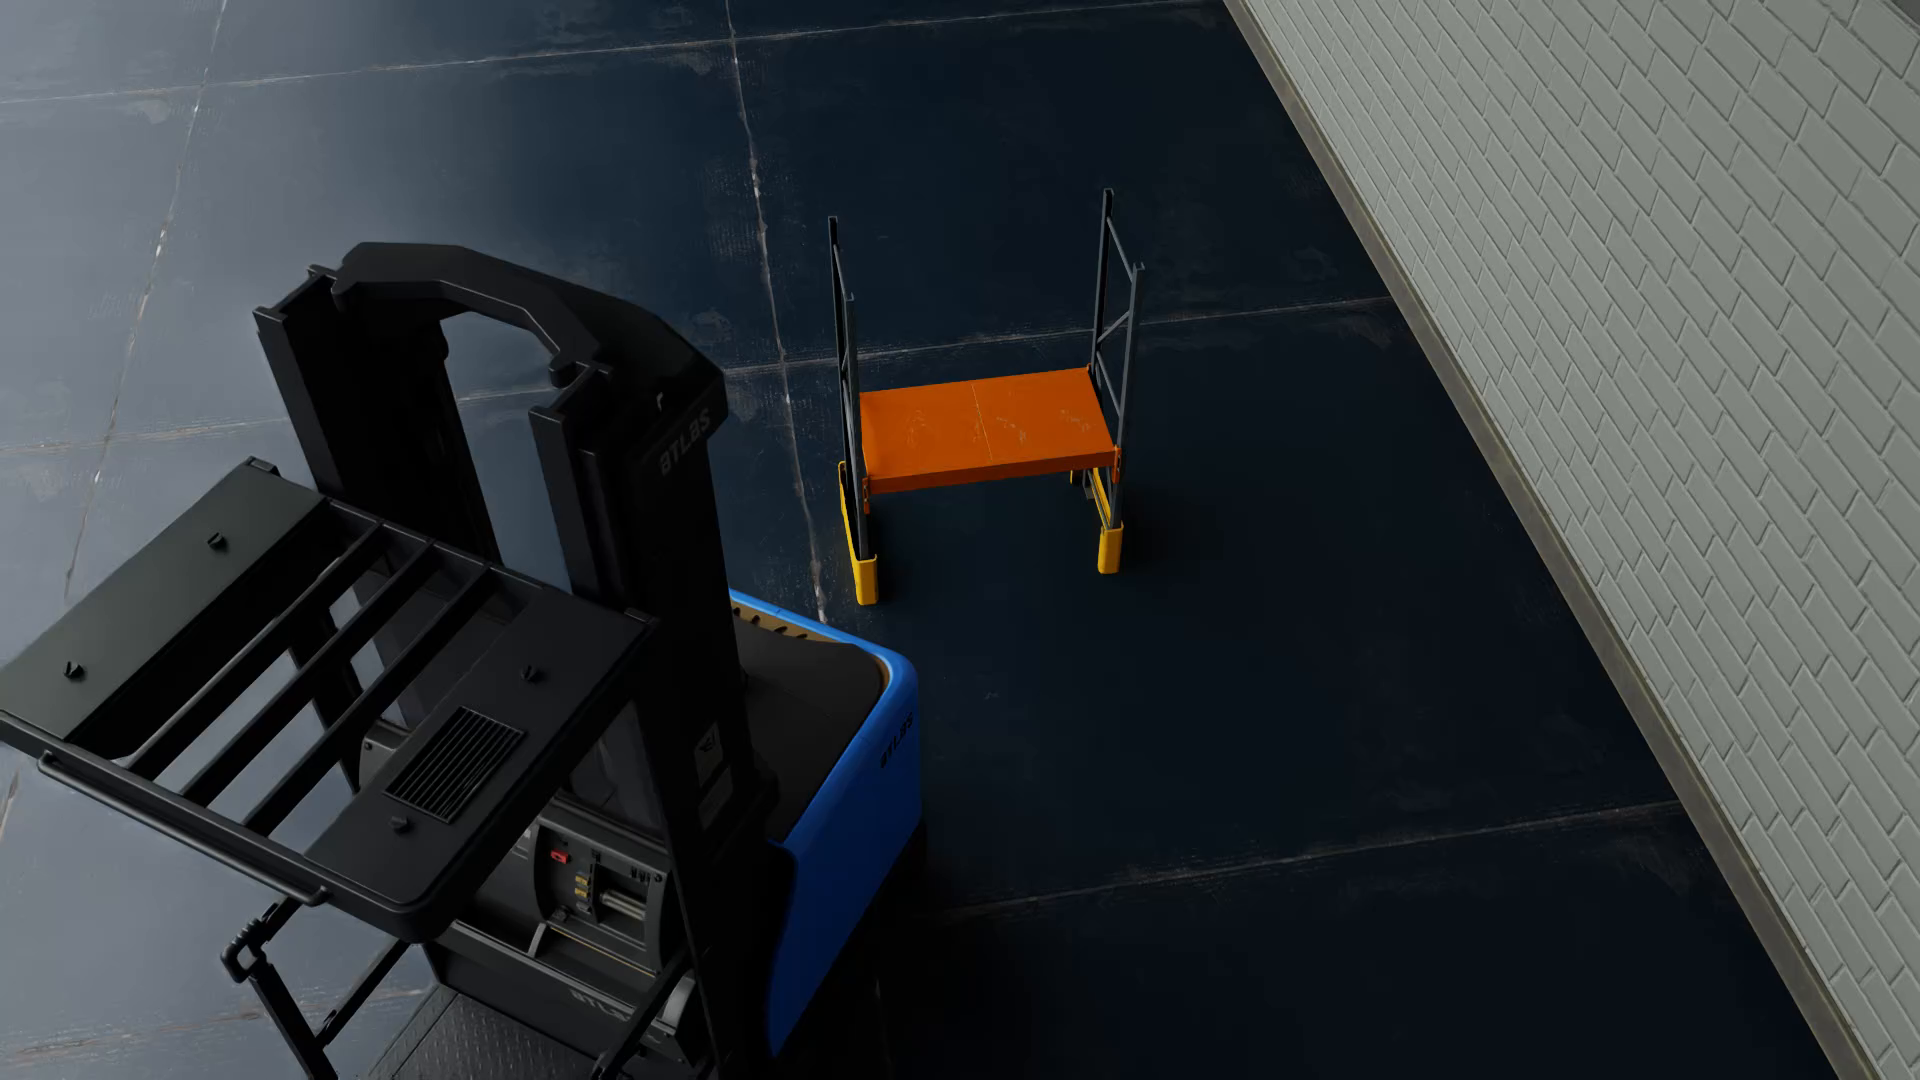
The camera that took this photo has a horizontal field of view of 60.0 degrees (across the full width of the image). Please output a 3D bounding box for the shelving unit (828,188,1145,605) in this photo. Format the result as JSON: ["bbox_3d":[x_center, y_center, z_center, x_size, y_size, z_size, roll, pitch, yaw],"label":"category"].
[{"bbox_3d":[0.075,-0.530,6.412,1.083,1.500,0.587,-7,46,-7],"label":"shelving unit"}]

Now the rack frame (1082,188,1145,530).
[{"bbox_3d":[0.585,-0.593,6.473,0.032,1.500,0.500,-7,46,-7],"label":"rack frame"}]

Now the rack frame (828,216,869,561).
[{"bbox_3d":[-0.417,-0.468,6.353,0.032,1.500,0.500,-7,46,-7],"label":"rack frame"}]

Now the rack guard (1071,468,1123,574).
[{"bbox_3d":[0.566,-0.157,6.921,0.087,0.250,0.587,-7,46,-7],"label":"rack guard"}]

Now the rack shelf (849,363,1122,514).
[{"bbox_3d":[0.084,-0.406,6.543,1.000,0.185,0.538,-7,46,-7],"label":"rack shelf"}]

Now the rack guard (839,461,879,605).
[{"bbox_3d":[-0.416,-0.035,6.803,0.087,0.250,0.587,-7,46,-7],"label":"rack guard"}]

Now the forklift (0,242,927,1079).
[{"bbox_3d":[-1.221,0.895,4.045,1.130,2.935,3.031,20,49,18],"label":"forklift"}]
